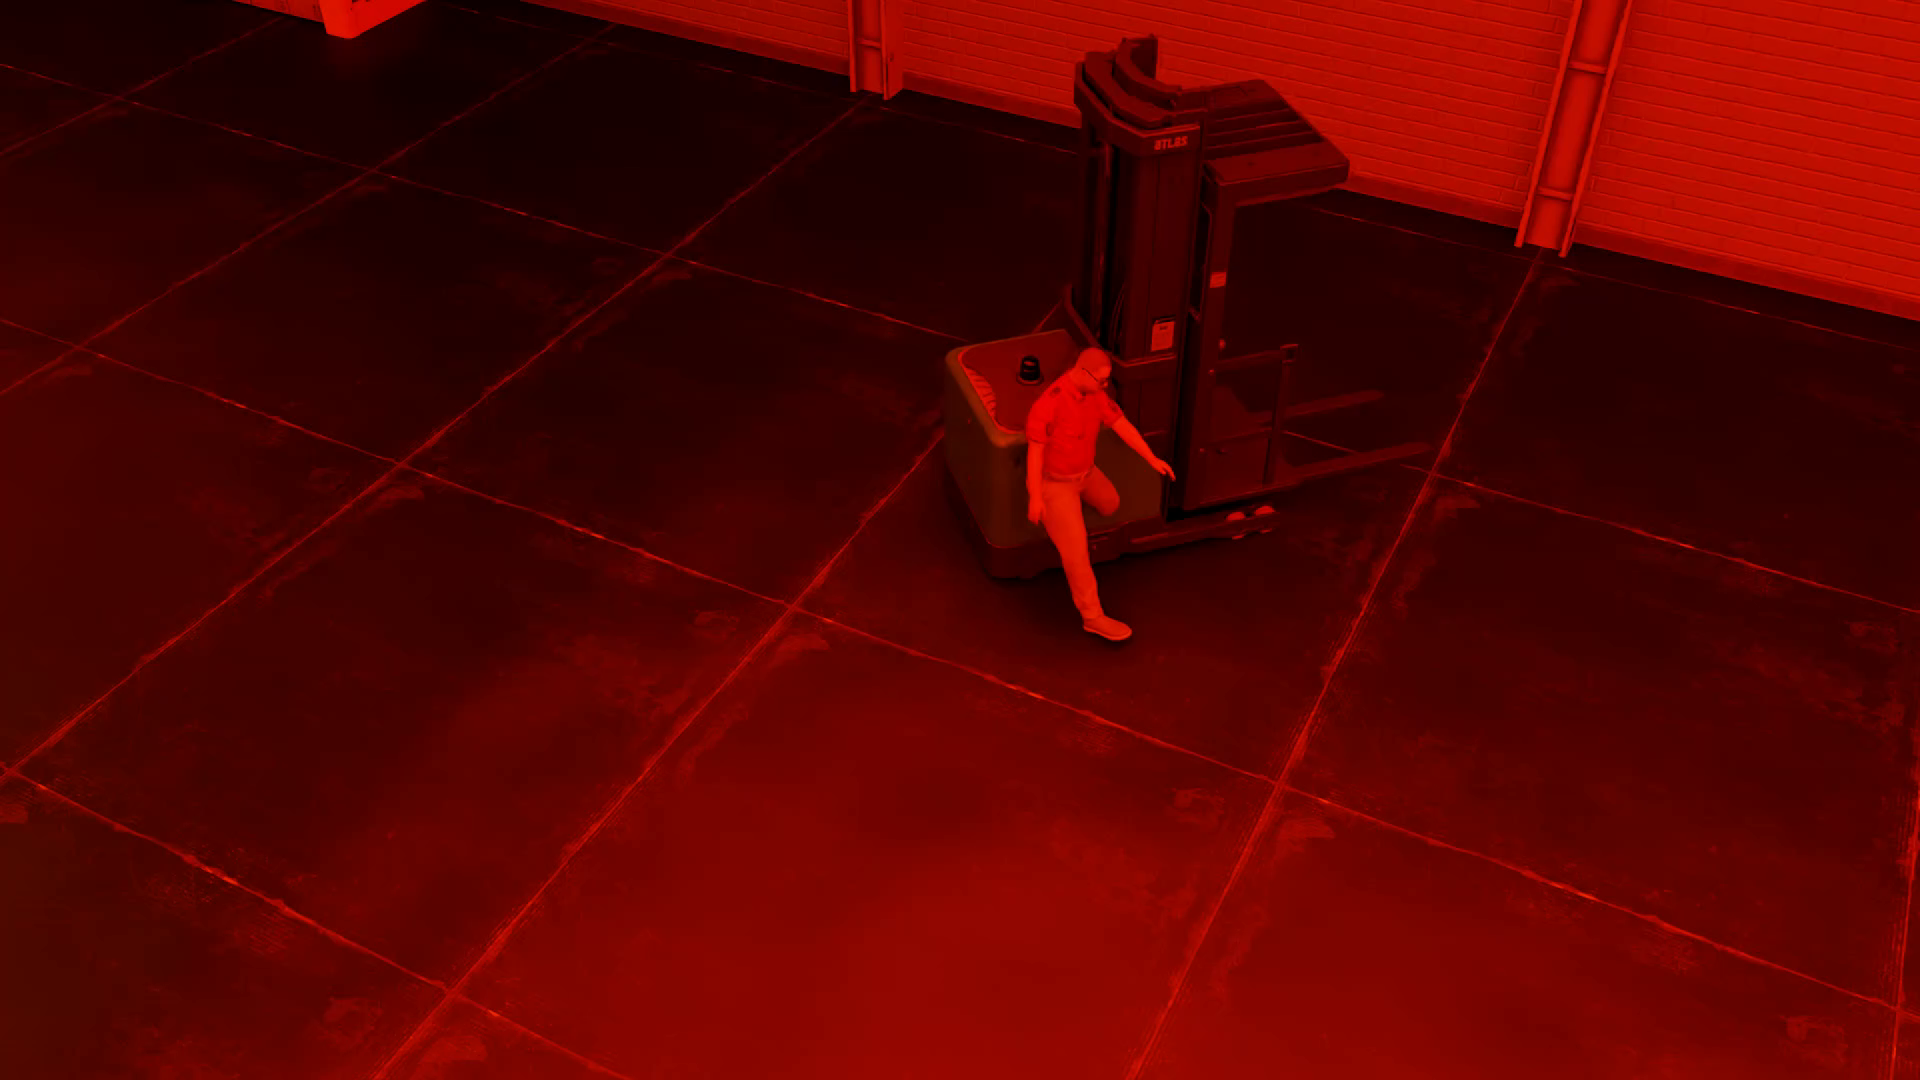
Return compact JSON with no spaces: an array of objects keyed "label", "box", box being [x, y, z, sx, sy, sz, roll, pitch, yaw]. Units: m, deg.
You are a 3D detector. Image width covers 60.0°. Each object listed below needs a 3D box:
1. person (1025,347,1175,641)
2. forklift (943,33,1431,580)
[{"label":"person","box":[0.788,-0.317,9.449,0.960,1.516,0.965,26,46,27]},{"label":"forklift","box":[1.467,-1.441,9.698,3.031,2.935,1.130,-12,42,-14]}]
